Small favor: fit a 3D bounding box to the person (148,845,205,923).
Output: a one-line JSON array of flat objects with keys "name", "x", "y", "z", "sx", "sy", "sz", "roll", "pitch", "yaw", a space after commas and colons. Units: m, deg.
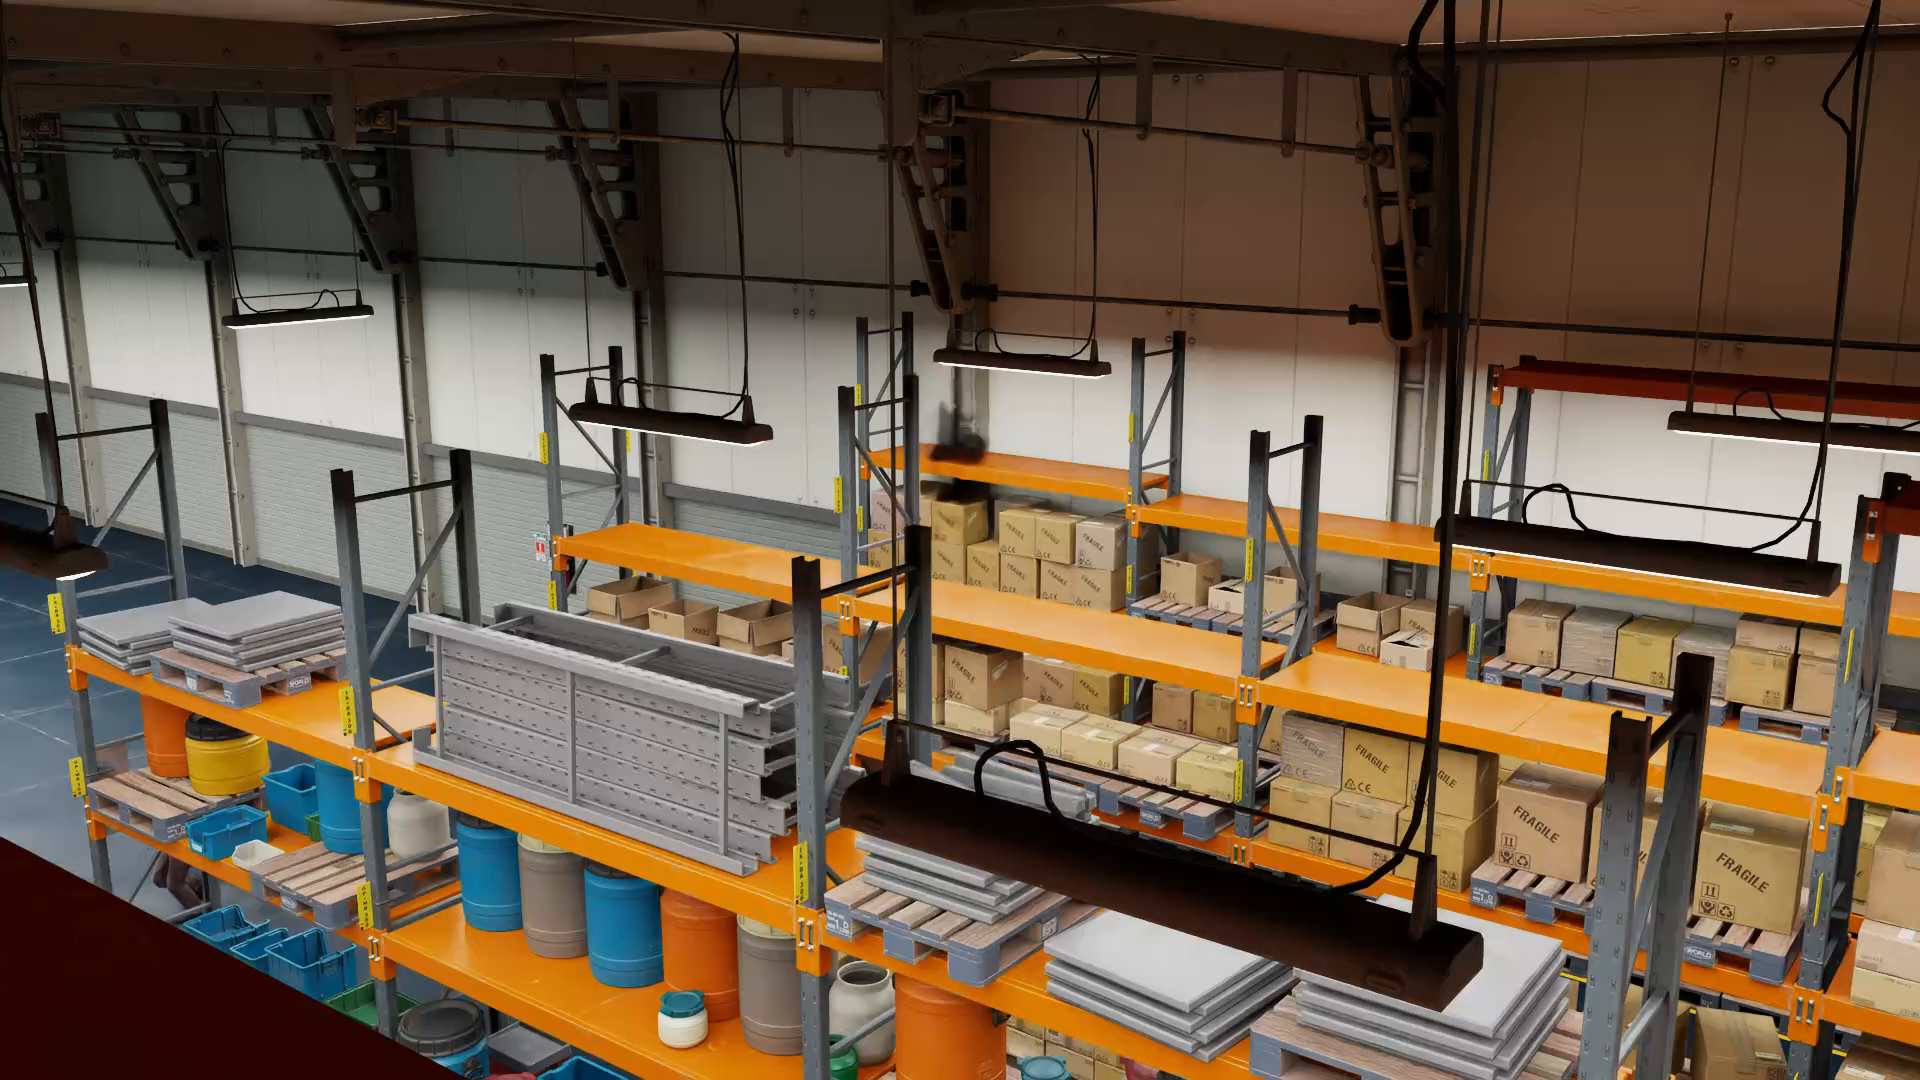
[{"name": "person", "x": -8.261, "y": 3.257, "z": 17.538, "sx": 0.565, "sy": 1.681, "sz": 0.670, "roll": -9, "pitch": 16, "yaw": -34}]
